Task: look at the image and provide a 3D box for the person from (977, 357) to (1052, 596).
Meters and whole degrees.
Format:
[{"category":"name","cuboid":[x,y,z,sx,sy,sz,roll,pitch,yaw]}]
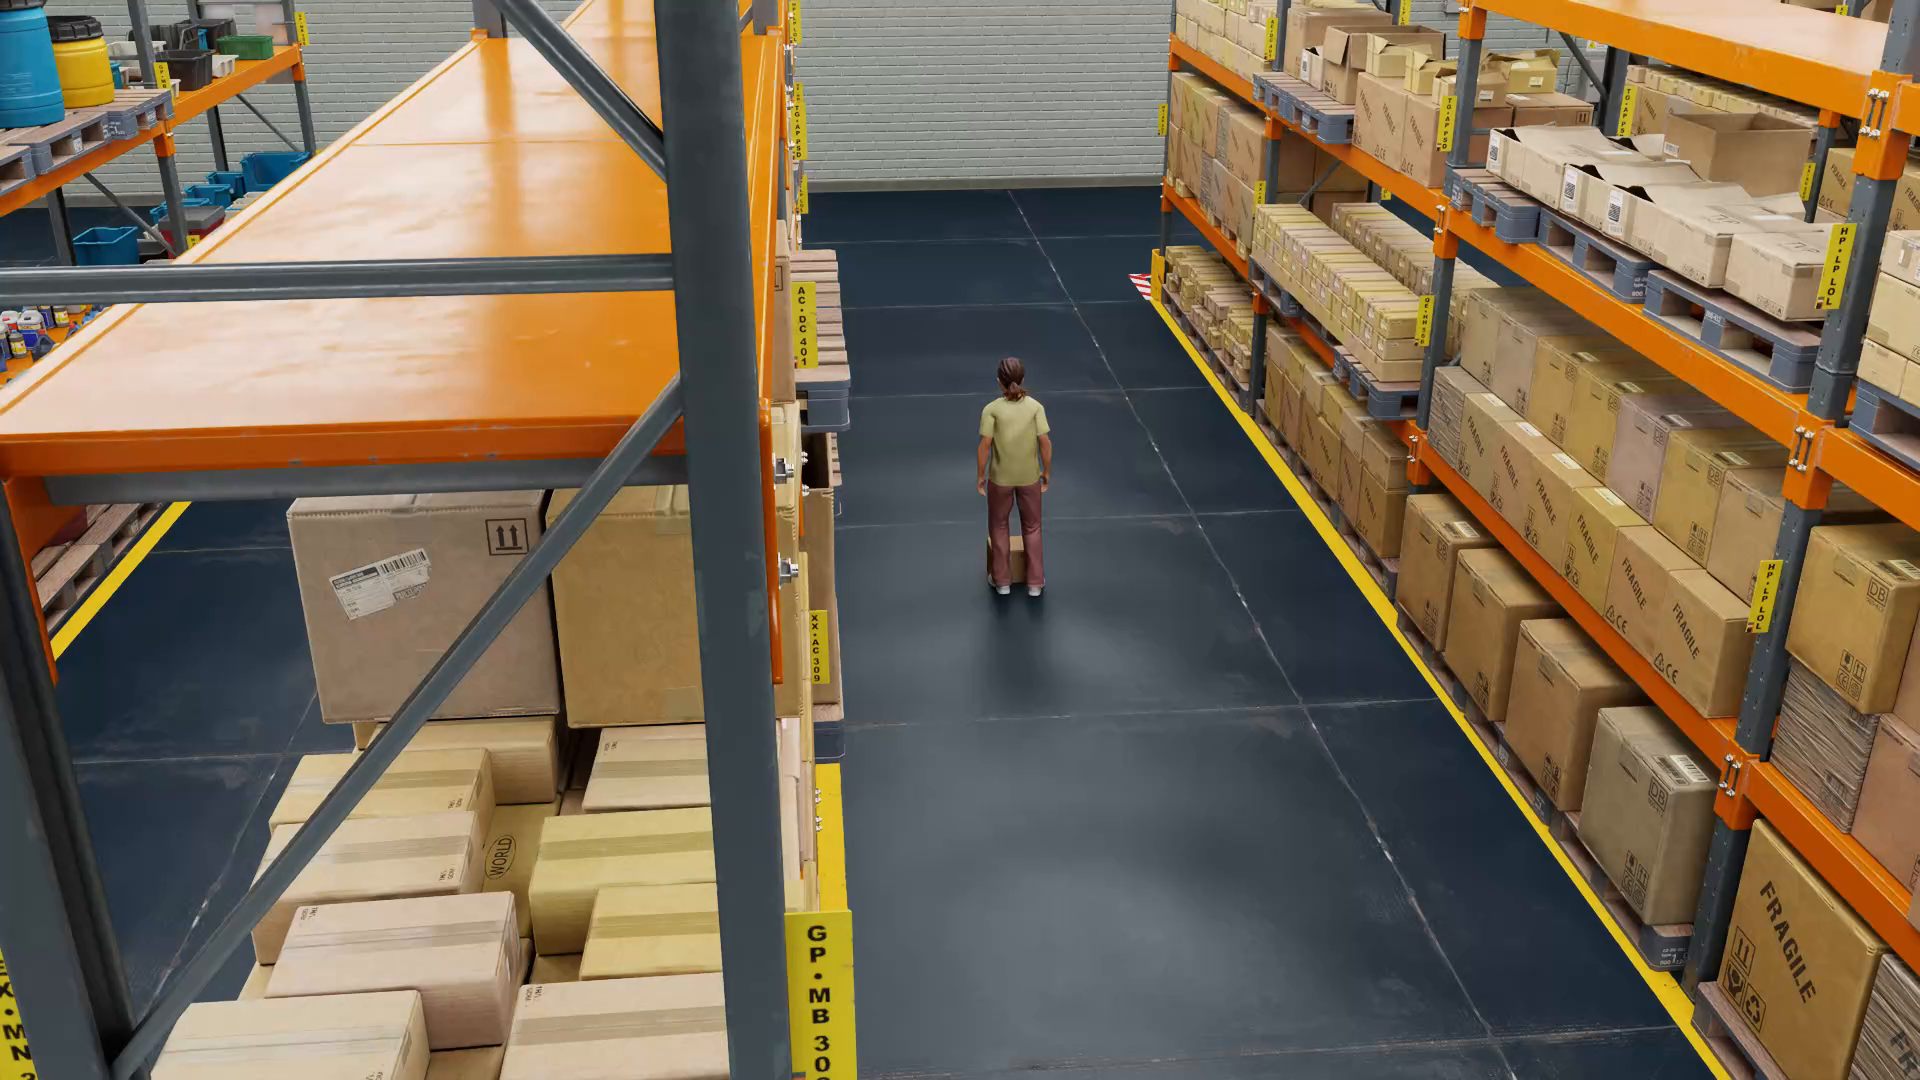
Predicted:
[{"category":"person","cuboid":[0.357,-0.422,11.268,0.502,1.673,0.405,-3,24,-6]}]
